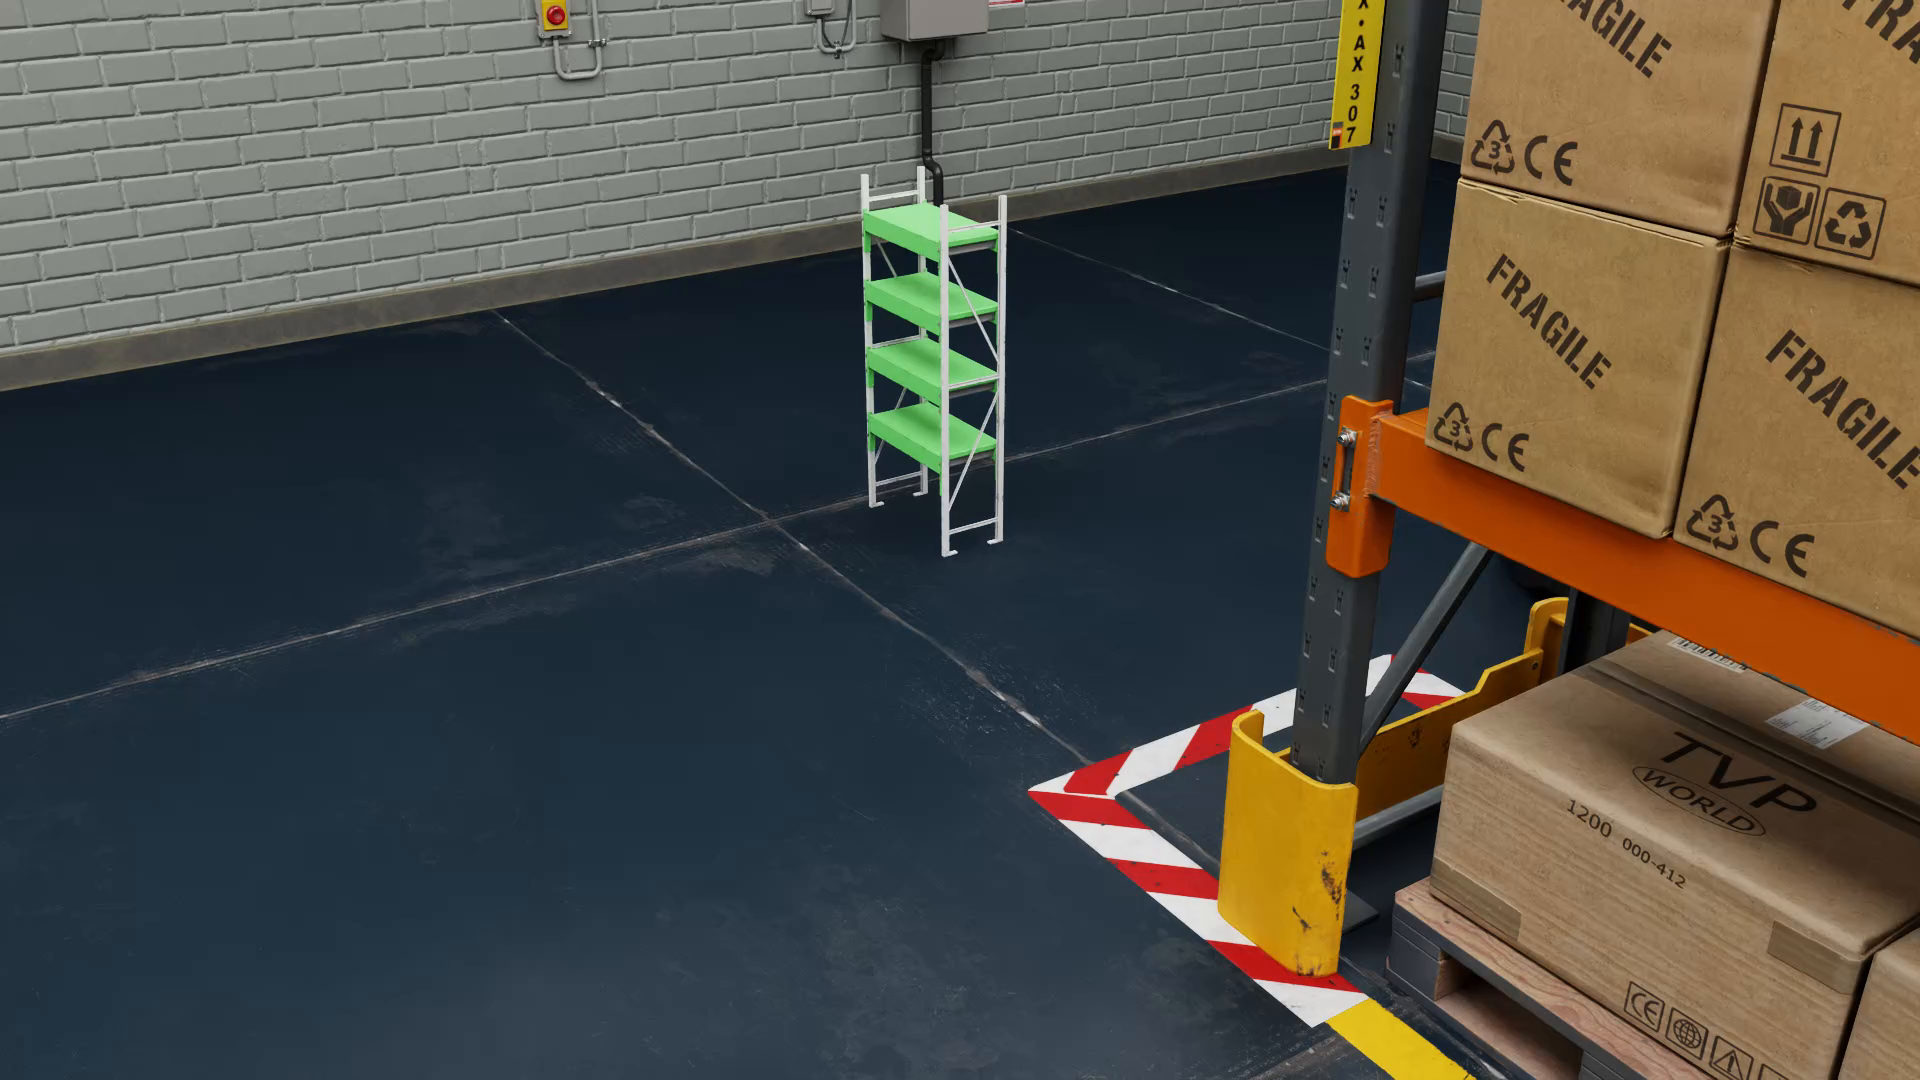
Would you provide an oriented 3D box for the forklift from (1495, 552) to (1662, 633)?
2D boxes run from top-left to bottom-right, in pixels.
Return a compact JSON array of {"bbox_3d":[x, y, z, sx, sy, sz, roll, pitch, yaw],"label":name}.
[{"bbox_3d":[2.743,-0.714,3.830,1.130,2.935,3.031,-9,27,-18],"label":"forklift"}]

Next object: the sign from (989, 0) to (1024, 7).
[{"bbox_3d":[0.220,-3.157,9.036,0.329,0.494,0.001,-16,29,-30],"label":"sign"}]

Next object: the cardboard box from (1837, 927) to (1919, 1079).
[{"bbox_3d":[2.128,0.945,2.745,0.875,0.438,0.875,-15,29,-28],"label":"cardboard box"}]

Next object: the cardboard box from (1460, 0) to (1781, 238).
[{"bbox_3d":[1.200,-0.822,2.688,0.500,0.500,0.500,-16,30,-31],"label":"cardboard box"}]

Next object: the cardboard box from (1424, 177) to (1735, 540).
[{"bbox_3d":[1.198,-0.369,2.901,0.500,0.500,0.500,-16,30,-30],"label":"cardboard box"}]

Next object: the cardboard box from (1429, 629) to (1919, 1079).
[{"bbox_3d":[1.621,0.619,3.434,0.875,0.438,0.875,-17,30,-31],"label":"cardboard box"}]

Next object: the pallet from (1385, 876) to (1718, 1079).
[{"bbox_3d":[1.679,0.966,3.456,1.003,0.211,1.213,-16,29,-30],"label":"pallet"}]

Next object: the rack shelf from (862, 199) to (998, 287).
[{"bbox_3d":[-0.090,-0.978,5.442,0.258,0.148,0.480,-16,29,-30],"label":"rack shelf"}]

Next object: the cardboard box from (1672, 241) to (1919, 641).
[{"bbox_3d":[1.498,-0.195,2.531,0.500,0.500,0.500,-16,30,-30],"label":"cardboard box"}]

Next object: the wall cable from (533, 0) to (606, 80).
[{"bbox_3d":[-1.921,-3.047,7.465,0.585,1.953,0.123,-16,29,-30],"label":"wall cable"}]

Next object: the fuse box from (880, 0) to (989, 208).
[{"bbox_3d":[-0.081,-2.428,8.890,0.539,1.711,0.414,-16,29,-30],"label":"fuse box"}]

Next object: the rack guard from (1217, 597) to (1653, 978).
[{"bbox_3d":[1.164,0.559,3.979,1.175,0.500,0.348,-16,29,-30],"label":"rack guard"}]

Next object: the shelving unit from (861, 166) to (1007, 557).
[{"bbox_3d":[-0.090,-0.602,5.619,0.258,1.200,0.503,-16,29,-30],"label":"shelving unit"}]

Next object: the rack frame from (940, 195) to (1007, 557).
[{"bbox_3d":[0.043,-0.515,5.434,0.240,1.200,0.015,-16,29,-30],"label":"rack frame"}]

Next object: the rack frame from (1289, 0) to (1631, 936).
[{"bbox_3d":[1.177,-0.562,3.428,1.000,3.000,0.127,-16,29,-30],"label":"rack frame"}]

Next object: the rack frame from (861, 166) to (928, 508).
[{"bbox_3d":[-0.224,-0.689,5.804,0.240,1.200,0.015,-16,29,-30],"label":"rack frame"}]

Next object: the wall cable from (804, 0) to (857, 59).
[{"bbox_3d":[-0.739,-3.368,8.180,0.588,1.984,0.122,-16,29,-30],"label":"wall cable"}]

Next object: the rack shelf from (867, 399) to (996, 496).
[{"bbox_3d":[-0.090,-0.327,5.749,0.258,0.148,0.480,-16,29,-30],"label":"rack shelf"}]

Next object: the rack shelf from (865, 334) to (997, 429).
[{"bbox_3d":[-0.090,-0.544,5.647,0.258,0.148,0.480,-16,29,-30],"label":"rack shelf"}]

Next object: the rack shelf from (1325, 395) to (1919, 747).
[{"bbox_3d":[2.269,0.478,2.066,1.077,0.370,4.000,-16,29,-30],"label":"rack shelf"}]

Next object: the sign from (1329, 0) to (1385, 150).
[{"bbox_3d":[0.709,-0.862,2.956,0.100,0.325,0.005,-16,29,-30],"label":"sign"}]

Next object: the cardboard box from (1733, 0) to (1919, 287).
[{"bbox_3d":[1.488,-0.638,2.300,0.500,0.500,0.500,-16,30,-31],"label":"cardboard box"}]

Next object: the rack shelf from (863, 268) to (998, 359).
[{"bbox_3d":[-0.090,-0.761,5.544,0.258,0.148,0.480,-16,29,-30],"label":"rack shelf"}]
